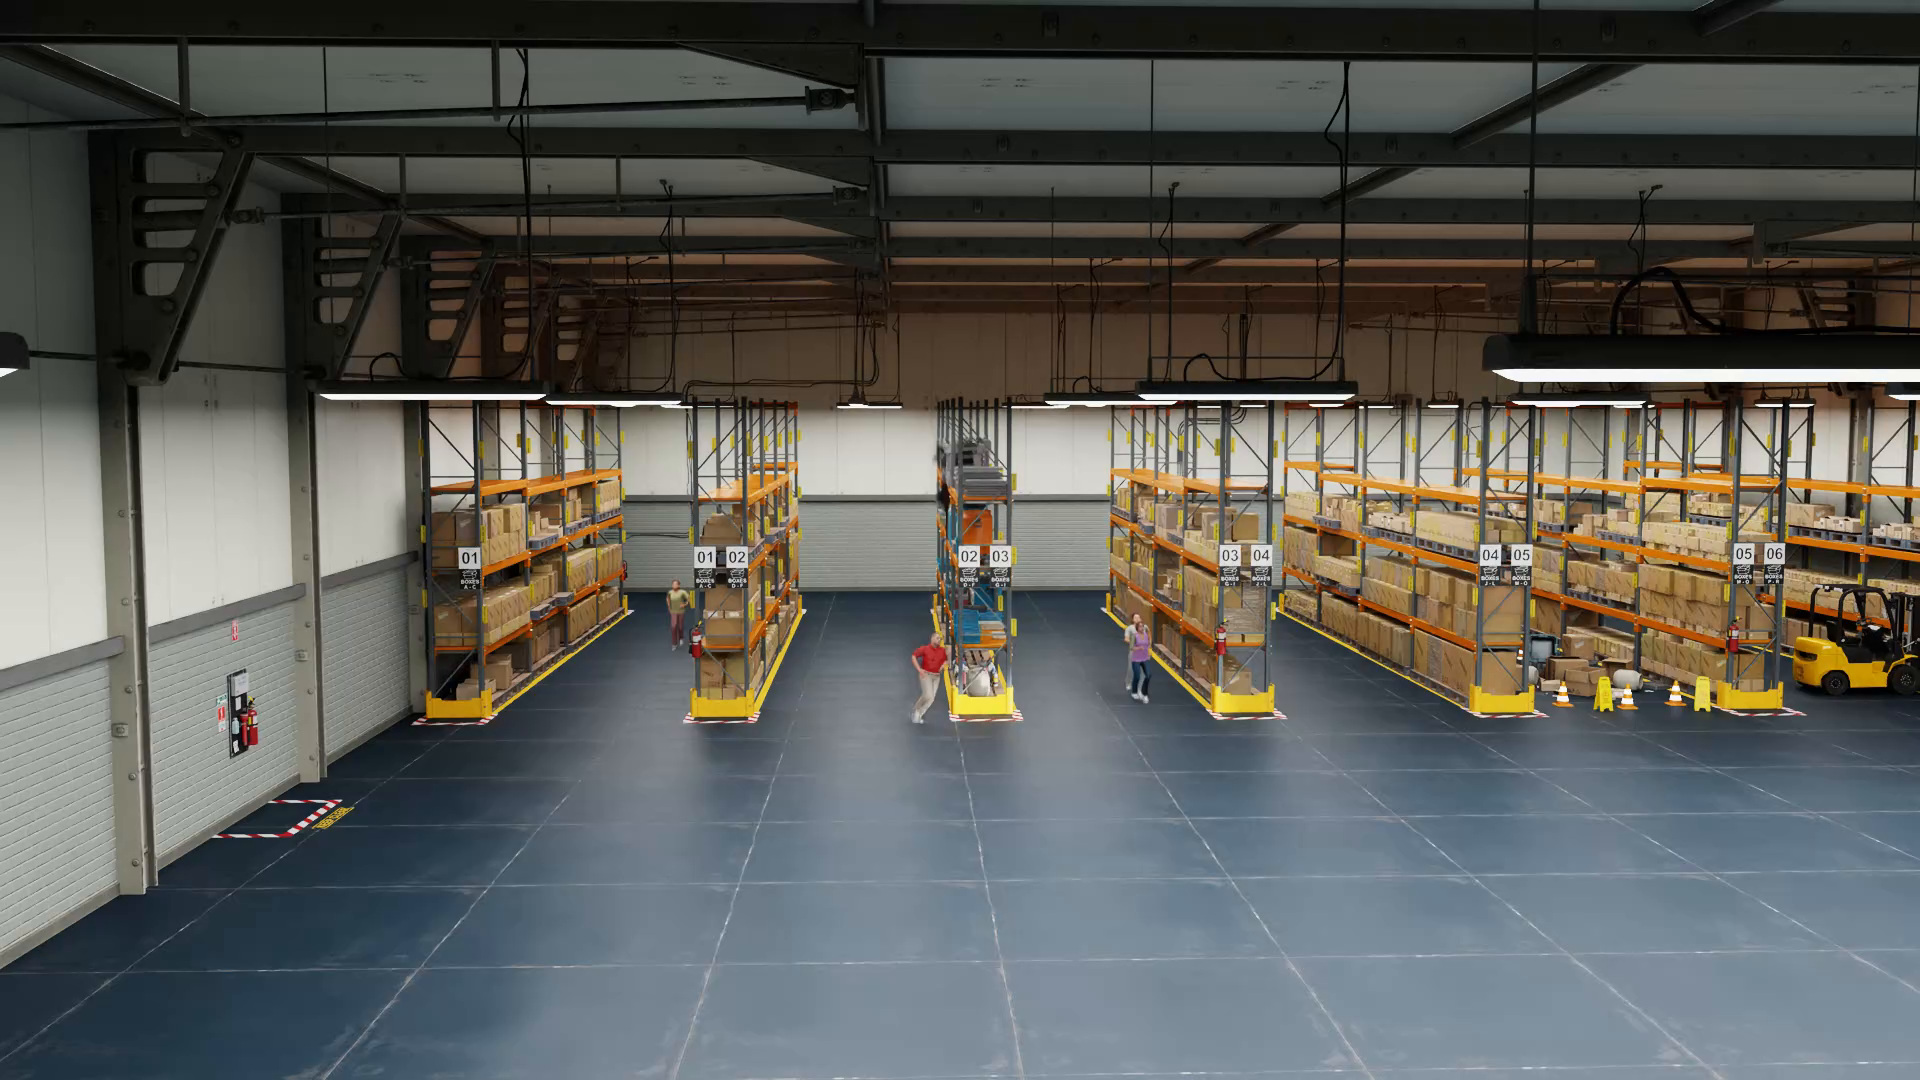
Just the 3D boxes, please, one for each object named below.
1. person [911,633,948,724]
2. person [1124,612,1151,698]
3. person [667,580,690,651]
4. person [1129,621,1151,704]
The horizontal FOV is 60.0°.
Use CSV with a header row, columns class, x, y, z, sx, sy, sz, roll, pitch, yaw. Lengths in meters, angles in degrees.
class,x,y,z,sx,sy,sz,roll,pitch,yaw
person,-0.530,2.536,30.572,0.729,1.656,0.574,-3,5,-33
person,3.580,2.297,33.603,0.573,1.709,0.890,0,4,-3
person,-6.791,1.799,40.162,0.591,1.715,0.777,0,4,3
person,3.553,2.404,32.656,0.514,1.635,0.660,-1,5,-14
